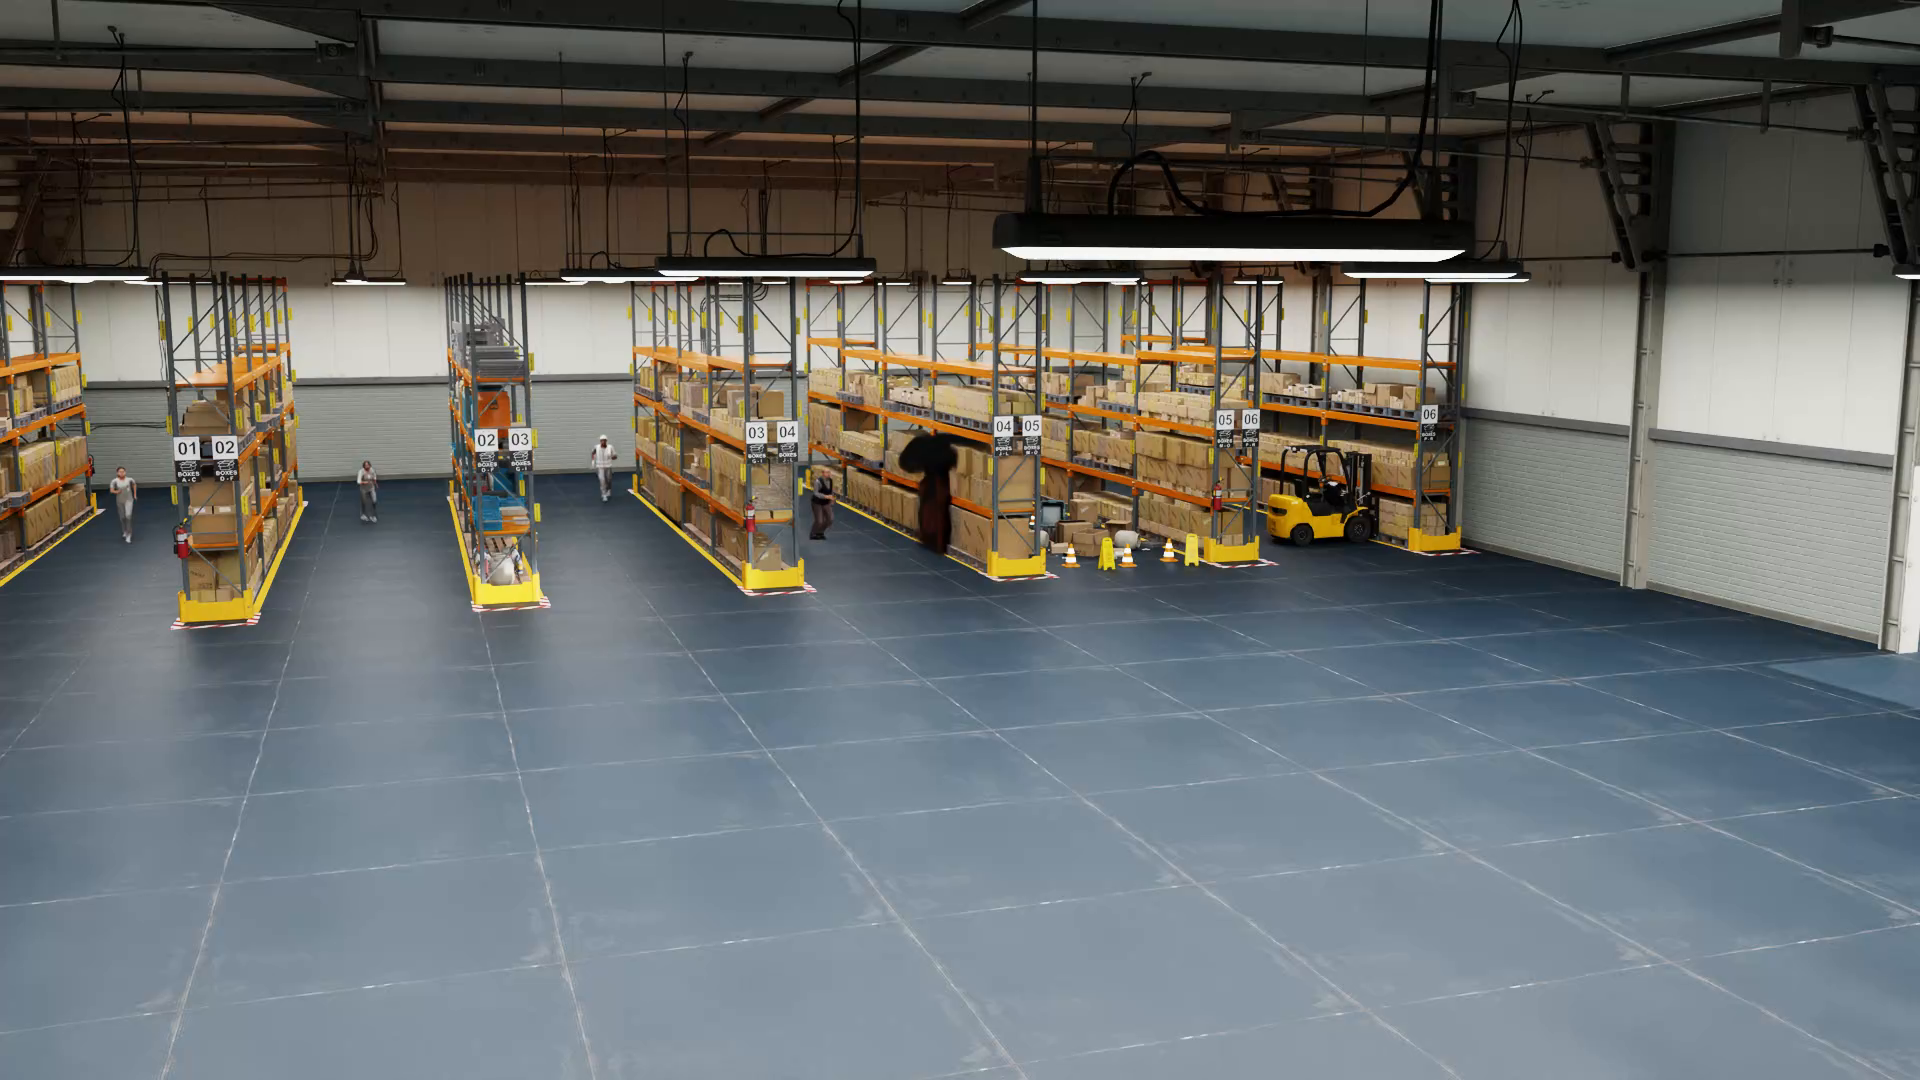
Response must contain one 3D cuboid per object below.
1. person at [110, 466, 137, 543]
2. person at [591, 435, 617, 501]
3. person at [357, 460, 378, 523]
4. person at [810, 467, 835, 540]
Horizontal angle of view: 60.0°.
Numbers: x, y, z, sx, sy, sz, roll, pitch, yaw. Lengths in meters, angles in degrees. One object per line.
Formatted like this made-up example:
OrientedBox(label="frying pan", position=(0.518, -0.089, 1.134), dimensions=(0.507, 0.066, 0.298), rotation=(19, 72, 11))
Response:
OrientedBox(label="person", position=(-19.088, -0.832, 37.980), dimensions=(0.516, 1.718, 0.855), rotation=(-3, 9, -20))
OrientedBox(label="person", position=(-9.622, -1.969, 45.016), dimensions=(0.693, 1.765, 0.974), rotation=(-2, 9, -12))
OrientedBox(label="person", position=(-14.570, -1.200, 40.903), dimensions=(0.548, 1.559, 0.905), rotation=(-6, 10, -35))
OrientedBox(label="person", position=(-2.957, -0.770, 35.970), dimensions=(0.778, 1.633, 0.652), rotation=(7, 11, 40))
